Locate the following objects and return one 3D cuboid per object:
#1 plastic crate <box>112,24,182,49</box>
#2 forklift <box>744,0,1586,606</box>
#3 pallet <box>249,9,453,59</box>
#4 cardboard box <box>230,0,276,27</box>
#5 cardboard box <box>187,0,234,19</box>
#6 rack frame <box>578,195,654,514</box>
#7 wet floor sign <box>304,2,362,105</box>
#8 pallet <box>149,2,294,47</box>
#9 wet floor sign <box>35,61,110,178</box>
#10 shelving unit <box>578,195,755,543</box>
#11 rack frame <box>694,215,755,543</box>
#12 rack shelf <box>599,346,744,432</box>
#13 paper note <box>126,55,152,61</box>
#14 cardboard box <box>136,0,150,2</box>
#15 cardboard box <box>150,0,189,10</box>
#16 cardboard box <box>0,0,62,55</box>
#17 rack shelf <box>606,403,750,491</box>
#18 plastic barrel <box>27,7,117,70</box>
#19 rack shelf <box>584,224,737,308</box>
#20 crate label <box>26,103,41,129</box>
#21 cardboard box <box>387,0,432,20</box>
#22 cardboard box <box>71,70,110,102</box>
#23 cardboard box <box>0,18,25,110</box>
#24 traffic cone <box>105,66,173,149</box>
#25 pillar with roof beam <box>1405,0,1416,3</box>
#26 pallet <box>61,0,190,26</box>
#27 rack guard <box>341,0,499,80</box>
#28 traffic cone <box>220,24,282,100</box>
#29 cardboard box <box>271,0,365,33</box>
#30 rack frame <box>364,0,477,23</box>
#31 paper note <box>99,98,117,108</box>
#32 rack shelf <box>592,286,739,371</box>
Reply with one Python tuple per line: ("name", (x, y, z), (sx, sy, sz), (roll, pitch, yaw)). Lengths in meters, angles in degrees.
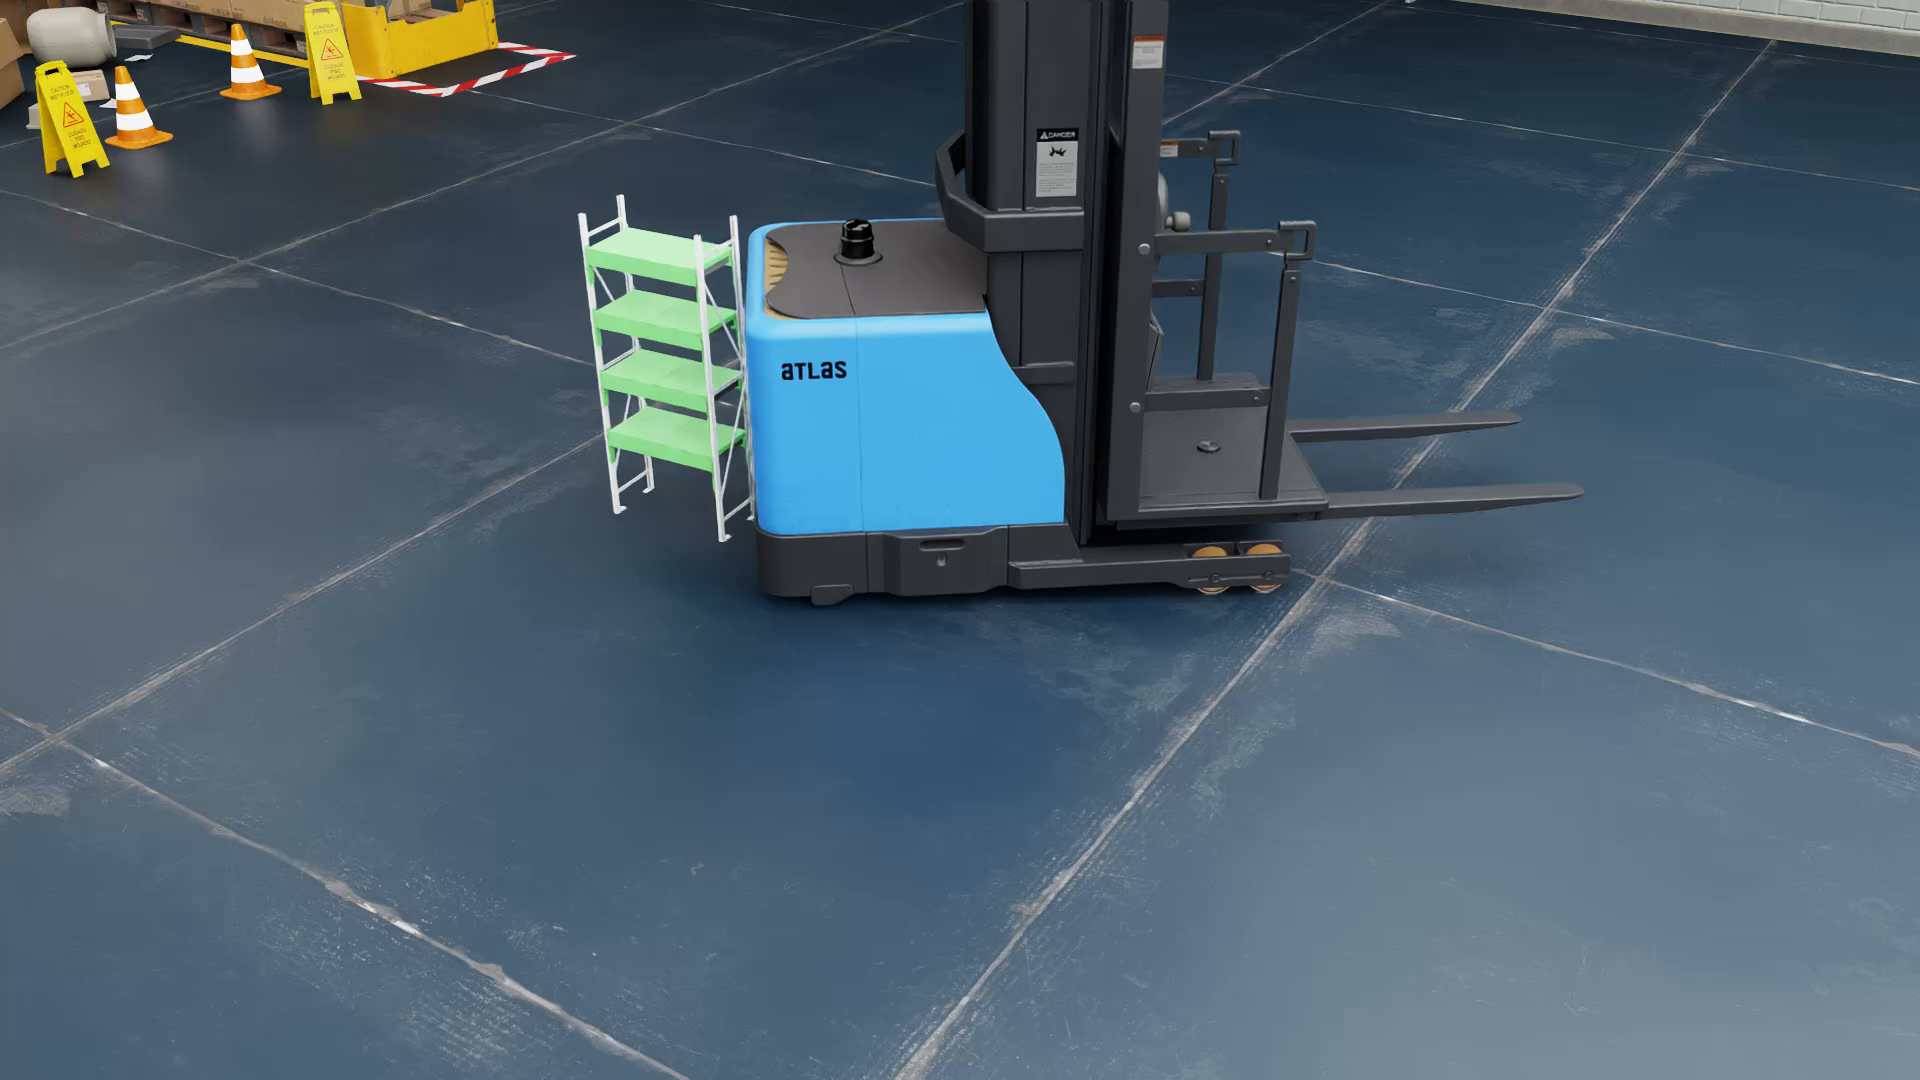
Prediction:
("plastic crate", (-6.389, -3.893, 12.843), (0.583, 0.080, 0.402), (6, 31, 10))
("forklift", (0.759, -1.337, 5.634), (3.031, 2.935, 1.130), (-3, 30, -5))
("pallet", (-4.629, -3.901, 12.728), (1.213, 0.211, 1.003), (18, 35, 27))
("cardboard box", (-5.157, -4.090, 12.597), (0.500, 0.250, 0.500), (18, 35, 28))
("cardboard box", (-5.603, -4.228, 12.833), (0.500, 0.250, 0.500), (16, 34, 26))
("rack frame", (-1.276, -0.674, 6.214), (0.015, 1.200, 0.240), (14, 33, 23))
("wet floor sign", (-4.303, -3.328, 11.315), (0.267, 0.644, 0.232), (-21, 36, -32))
("pallet", (-5.658, -4.229, 13.289), (1.213, 0.211, 1.003), (18, 35, 27))
("wet floor sign", (-5.364, -2.533, 9.952), (0.232, 0.644, 0.267), (12, 32, 19))
("shelving unit", (-1.058, -0.618, 6.118), (0.503, 1.200, 0.258), (14, 33, 23))
("rack frame", (-0.841, -0.562, 6.023), (0.015, 1.200, 0.240), (14, 33, 23))
("rack shelf", (-1.058, -0.563, 6.150), (0.480, 0.148, 0.258), (14, 33, 23))
("paper note", (-6.116, -3.598, 12.387), (0.148, 0.019, 0.142), (6, 31, 10))
("cardboard box", (-6.468, -4.507, 13.310), (0.500, 0.250, 0.500), (20, 36, 30))
("cardboard box", (-6.018, -4.366, 13.068), (0.500, 0.250, 0.500), (17, 34, 27))
("cardboard box", (-7.099, -3.978, 12.570), (0.500, 0.500, 0.500), (-9, 32, -15))
("rack shelf", (-1.058, -0.355, 6.271), (0.480, 0.148, 0.258), (14, 33, 23))
("plastic barrel", (-6.449, -3.647, 12.082), (0.512, 0.421, 0.421), (-9, 32, -15))
("rack shelf", (-1.058, -0.977, 5.909), (0.480, 0.148, 0.258), (14, 33, 23))
("crate label", (-5.946, -2.800, 10.914), (0.298, 0.136, 0.250), (1, 30, 2))
("cardboard box", (-4.431, -4.181, 12.751), (0.500, 0.250, 0.500), (17, 34, 27))
("cardboard box", (-6.078, -3.110, 11.434), (0.380, 0.149, 0.250), (-15, 33, -24))
("cardboard box", (-6.729, -3.165, 11.175), (0.637, 0.503, 0.797), (-4, 30, -7))
("traffic cone", (-5.247, -2.757, 10.516), (0.334, 0.463, 0.336), (18, 35, 27))
("pillar with roof beam", (1.423, -6.690, 8.787), (0.400, 9.000, 9.100), (18, 35, 27))
("pallet", (-6.695, -4.555, 13.848), (1.213, 0.211, 1.003), (18, 35, 27))
("rack guard", (-3.959, -3.793, 12.256), (0.348, 0.500, 1.175), (18, 35, 27))
("traffic cone", (-4.945, -3.322, 11.485), (0.334, 0.463, 0.336), (18, 35, 27))
("cardboard box", (-4.743, -3.955, 12.364), (0.500, 0.250, 0.500), (17, 34, 27))
("rack frame", (-3.895, -4.853, 11.592), (0.127, 3.000, 1.000), (18, 35, 27))
("paper note", (-5.754, -2.974, 11.318), (0.142, 0.019, 0.148), (6, 31, 10))
("rack shelf", (-1.058, -0.770, 6.030), (0.480, 0.148, 0.258), (14, 33, 23))
